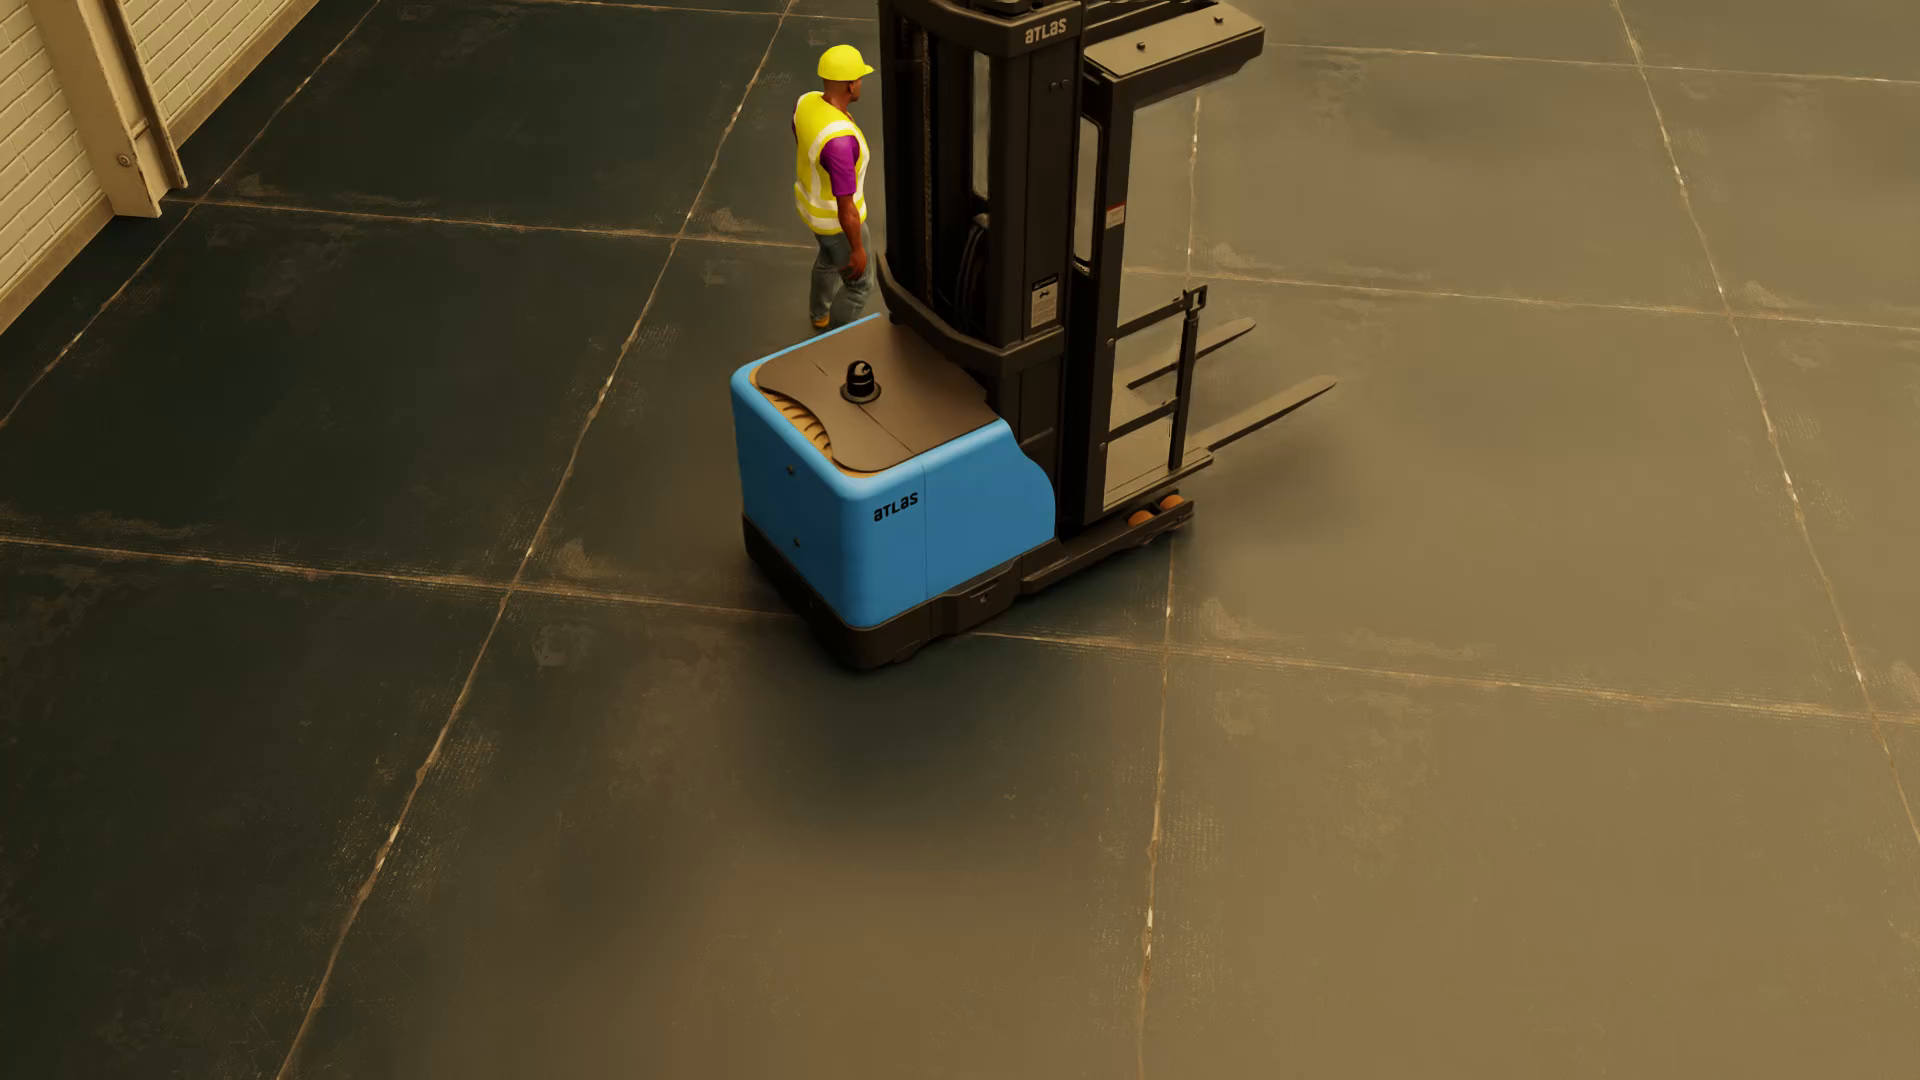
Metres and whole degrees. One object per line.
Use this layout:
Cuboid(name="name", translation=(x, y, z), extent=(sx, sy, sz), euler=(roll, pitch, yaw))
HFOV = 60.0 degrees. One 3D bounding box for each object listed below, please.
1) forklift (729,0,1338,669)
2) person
Cuboid(name="forklift", translation=(0.496, -1.321, 7.163), extent=(3.031, 2.935, 1.130), euler=(-26, 48, -25))
Cuboid(name="person", translation=(-0.609, -1.685, 8.440), extent=(0.415, 1.740, 0.816), euler=(-18, 46, -18))
